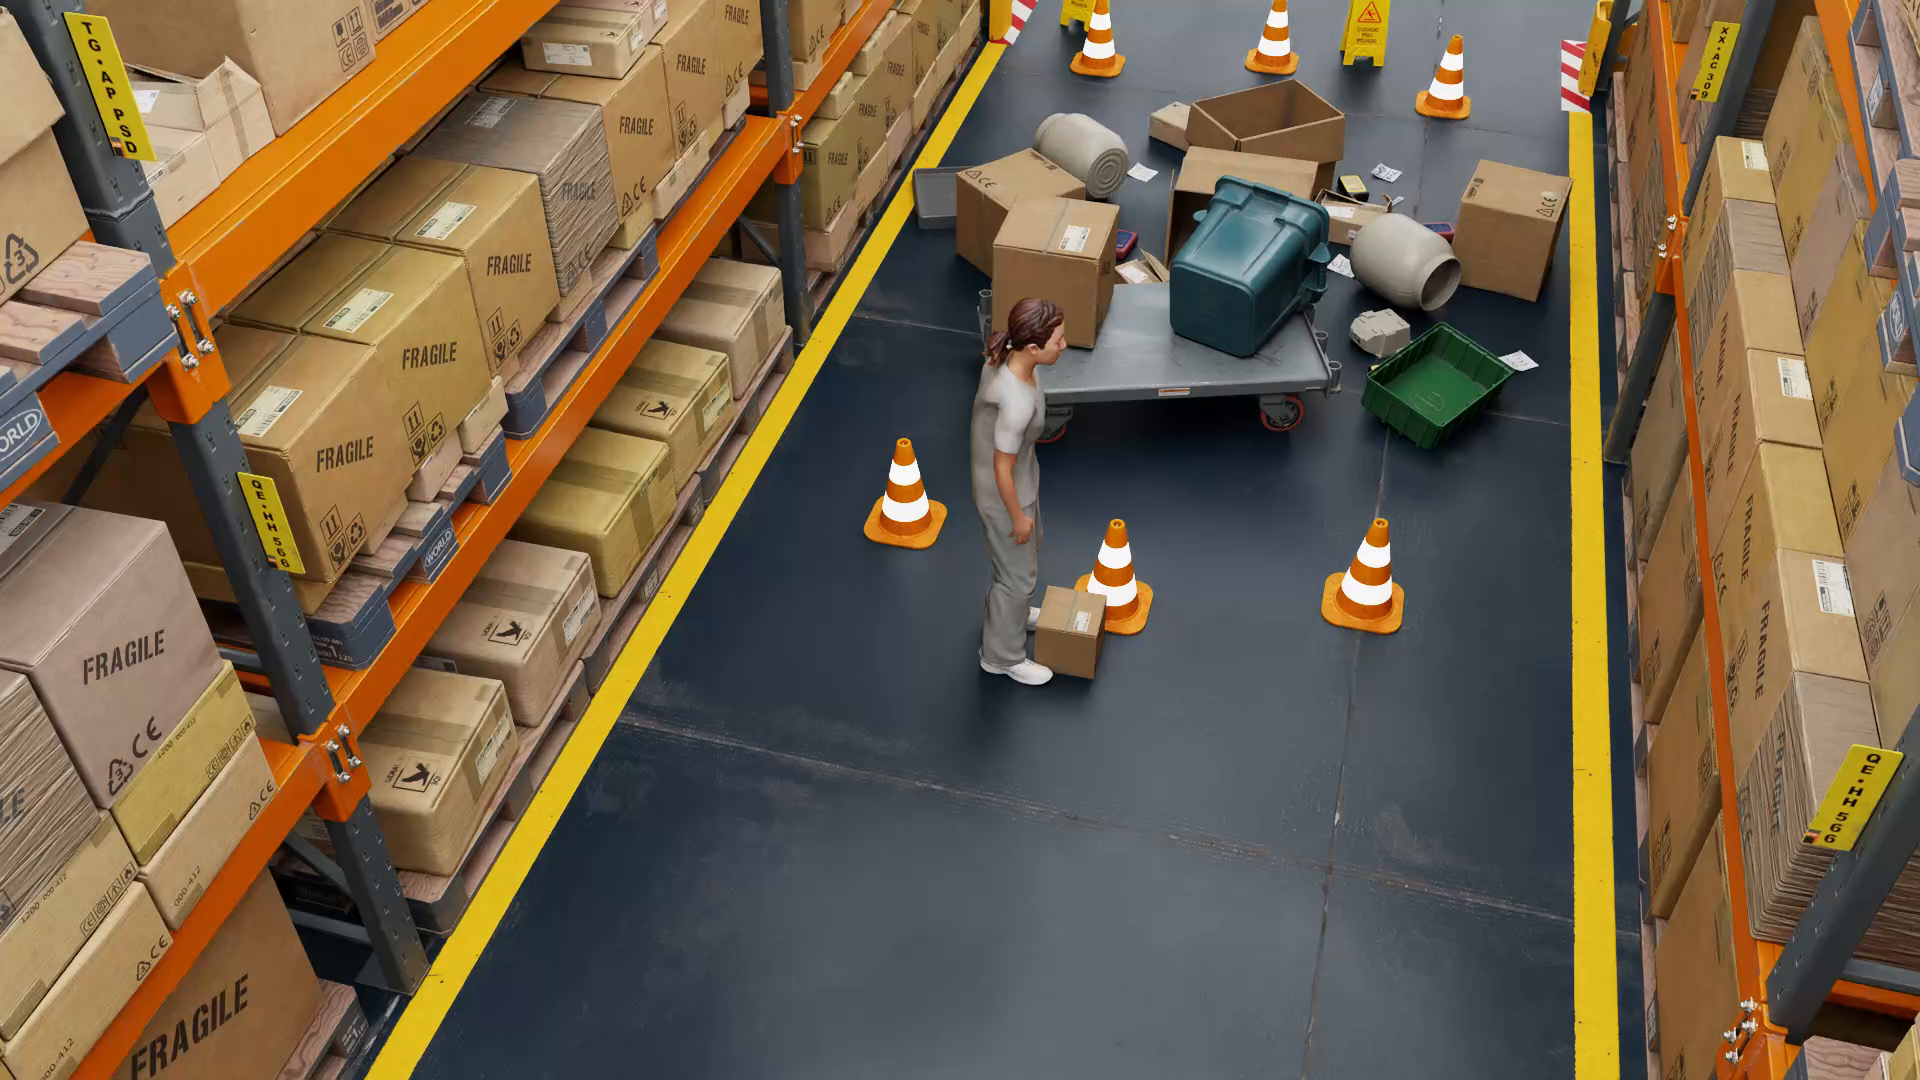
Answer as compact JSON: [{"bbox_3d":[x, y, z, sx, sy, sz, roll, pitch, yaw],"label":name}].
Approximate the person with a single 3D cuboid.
[{"bbox_3d":[0.219,-0.199,6.386,0.362,1.672,0.488,3,41,3],"label":"person"}]
